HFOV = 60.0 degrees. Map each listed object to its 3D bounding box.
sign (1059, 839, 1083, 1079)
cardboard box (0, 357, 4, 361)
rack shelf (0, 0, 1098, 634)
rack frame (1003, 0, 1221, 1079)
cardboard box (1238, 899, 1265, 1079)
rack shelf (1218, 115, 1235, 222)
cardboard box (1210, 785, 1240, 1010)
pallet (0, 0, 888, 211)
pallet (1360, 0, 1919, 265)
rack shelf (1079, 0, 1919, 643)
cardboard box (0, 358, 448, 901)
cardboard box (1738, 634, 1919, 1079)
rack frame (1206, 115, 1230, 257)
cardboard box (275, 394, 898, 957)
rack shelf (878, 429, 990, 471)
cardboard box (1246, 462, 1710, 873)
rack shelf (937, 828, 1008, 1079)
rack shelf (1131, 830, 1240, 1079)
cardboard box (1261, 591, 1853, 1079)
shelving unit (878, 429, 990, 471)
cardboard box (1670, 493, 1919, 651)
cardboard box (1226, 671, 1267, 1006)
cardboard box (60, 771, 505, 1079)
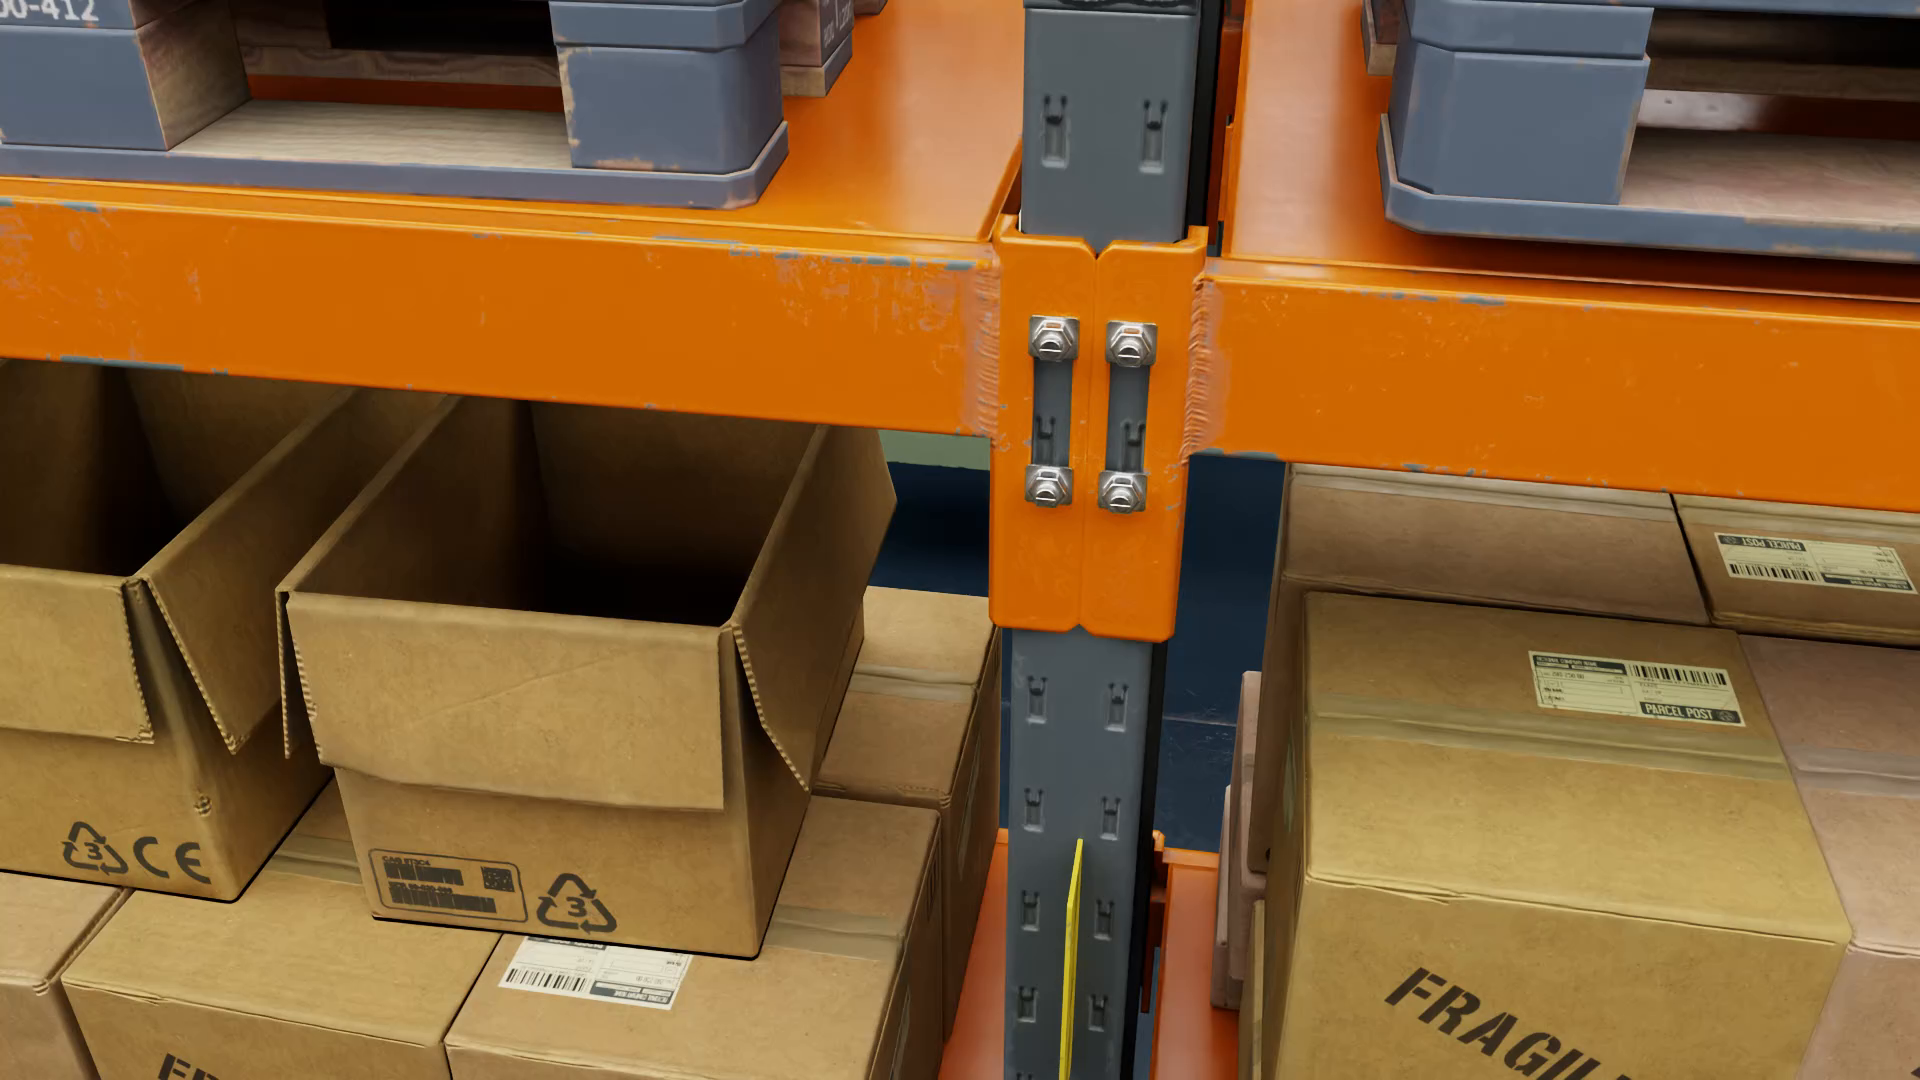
[{"bbox_3d":[0.111,0.454,1.681,0.005,0.325,0.100,5,32,8],"label":"sign"},{"bbox_3d":[-1.728,-0.009,2.397,0.637,0.503,0.797,6,33,10],"label":"cardboard box"},{"bbox_3d":[-1.779,-0.519,2.103,4.000,0.370,1.077,5,32,8],"label":"rack shelf"},{"bbox_3d":[0.193,0.626,2.422,0.127,3.000,1.000,5,32,8],"label":"rack frame"},{"bbox_3d":[0.612,0.743,2.097,0.500,0.250,0.500,5,32,7],"label":"cardboard box"},{"bbox_3d":[2.997,-1.481,6.467,4.000,0.370,1.077,5,32,8],"label":"rack shelf"},{"bbox_3d":[0.548,0.589,2.719,0.250,0.149,0.380,5,32,8],"label":"cardboard box"},{"bbox_3d":[-0.719,-0.620,1.767,1.217,0.209,0.805,4,32,6],"label":"pallet"},{"bbox_3d":[0.997,-0.529,1.525,1.213,0.211,1.003,5,32,8],"label":"pallet"},{"bbox_3d":[2.164,-0.162,1.532,4.000,0.370,1.077,5,32,8],"label":"rack shelf"},{"bbox_3d":[-1.113,0.039,2.322,0.637,0.503,0.797,6,32,9],"label":"cardboard box"},{"bbox_3d":[1.106,0.470,1.826,0.500,0.500,0.500,5,32,8],"label":"cardboard box"},{"bbox_3d":[1.026,-1.964,6.561,0.127,3.000,1.000,5,32,8],"label":"rack frame"},{"bbox_3d":[-0.438,0.106,2.214,0.637,0.503,0.797,4,32,7],"label":"cardboard box"},{"bbox_3d":[-0.007,-0.360,6.026,0.720,0.370,0.431,5,32,8],"label":"rack shelf"},{"bbox_3d":[0.691,0.147,2.342,0.500,0.500,0.500,6,33,10],"label":"cardboard box"},{"bbox_3d":[-1.779,0.753,2.899,4.000,0.370,1.077,5,32,8],"label":"rack shelf"},{"bbox_3d":[2.164,1.110,2.328,4.000,0.370,1.077,5,32,8],"label":"rack shelf"},{"bbox_3d":[0.622,0.422,1.902,0.500,0.500,0.500,5,32,8],"label":"cardboard box"},{"bbox_3d":[-0.007,-0.636,5.853,0.755,1.500,0.431,5,32,8],"label":"shelving unit"},{"bbox_3d":[1.184,0.194,2.267,0.500,0.500,0.500,5,32,9],"label":"cardboard box"},{"bbox_3d":[0.672,0.466,2.540,0.500,0.250,0.500,5,32,7],"label":"cardboard box"},{"bbox_3d":[-0.801,0.637,2.311,0.500,0.500,0.500,6,33,10],"label":"cardboard box"}]
